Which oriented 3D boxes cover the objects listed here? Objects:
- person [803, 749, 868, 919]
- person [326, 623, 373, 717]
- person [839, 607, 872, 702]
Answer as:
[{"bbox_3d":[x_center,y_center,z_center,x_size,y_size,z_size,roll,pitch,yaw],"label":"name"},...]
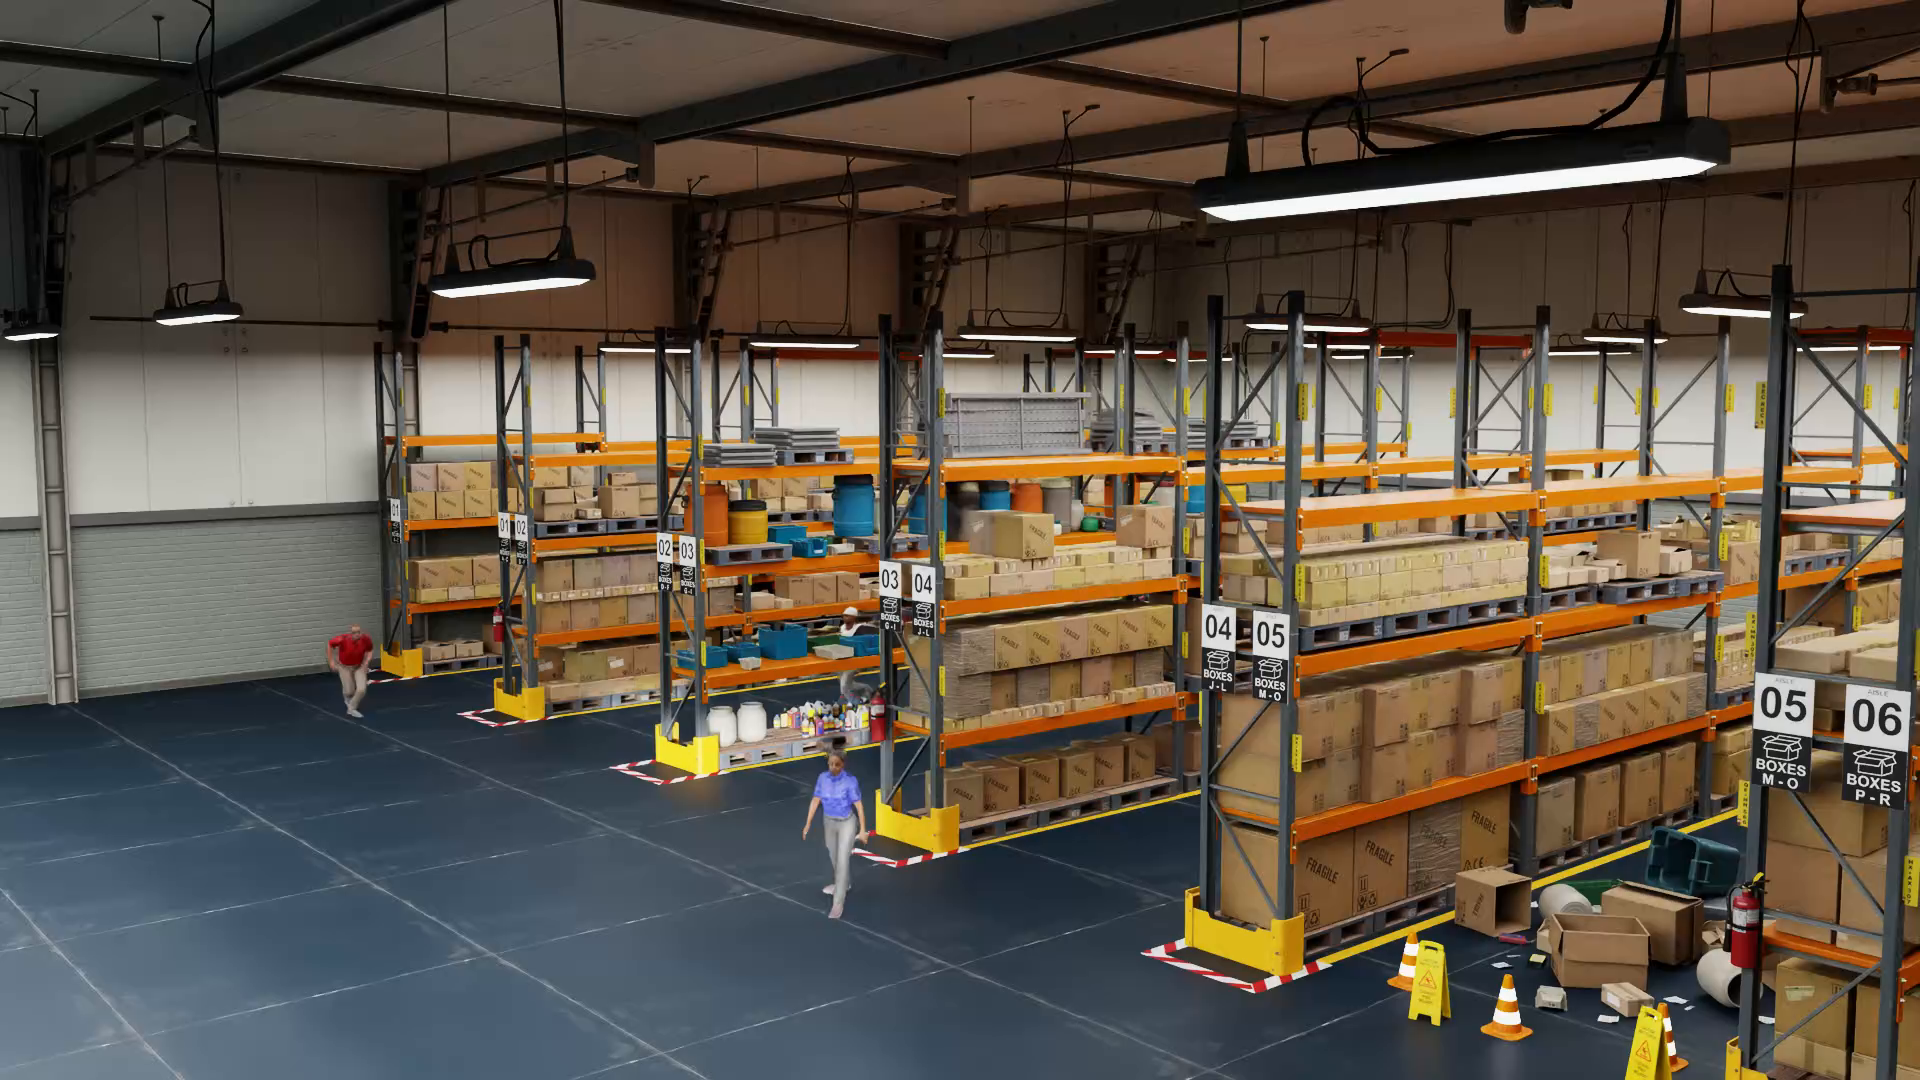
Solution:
[{"bbox_3d":[-1.221,2.905,16.594,0.627,1.514,0.871,3,6,26],"label":"person"},{"bbox_3d":[-9.572,2.035,26.084,0.690,1.540,0.853,-3,6,-31],"label":"person"},{"bbox_3d":[-1.678,1.915,26.367,0.789,1.729,0.708,-4,7,-40],"label":"person"}]
